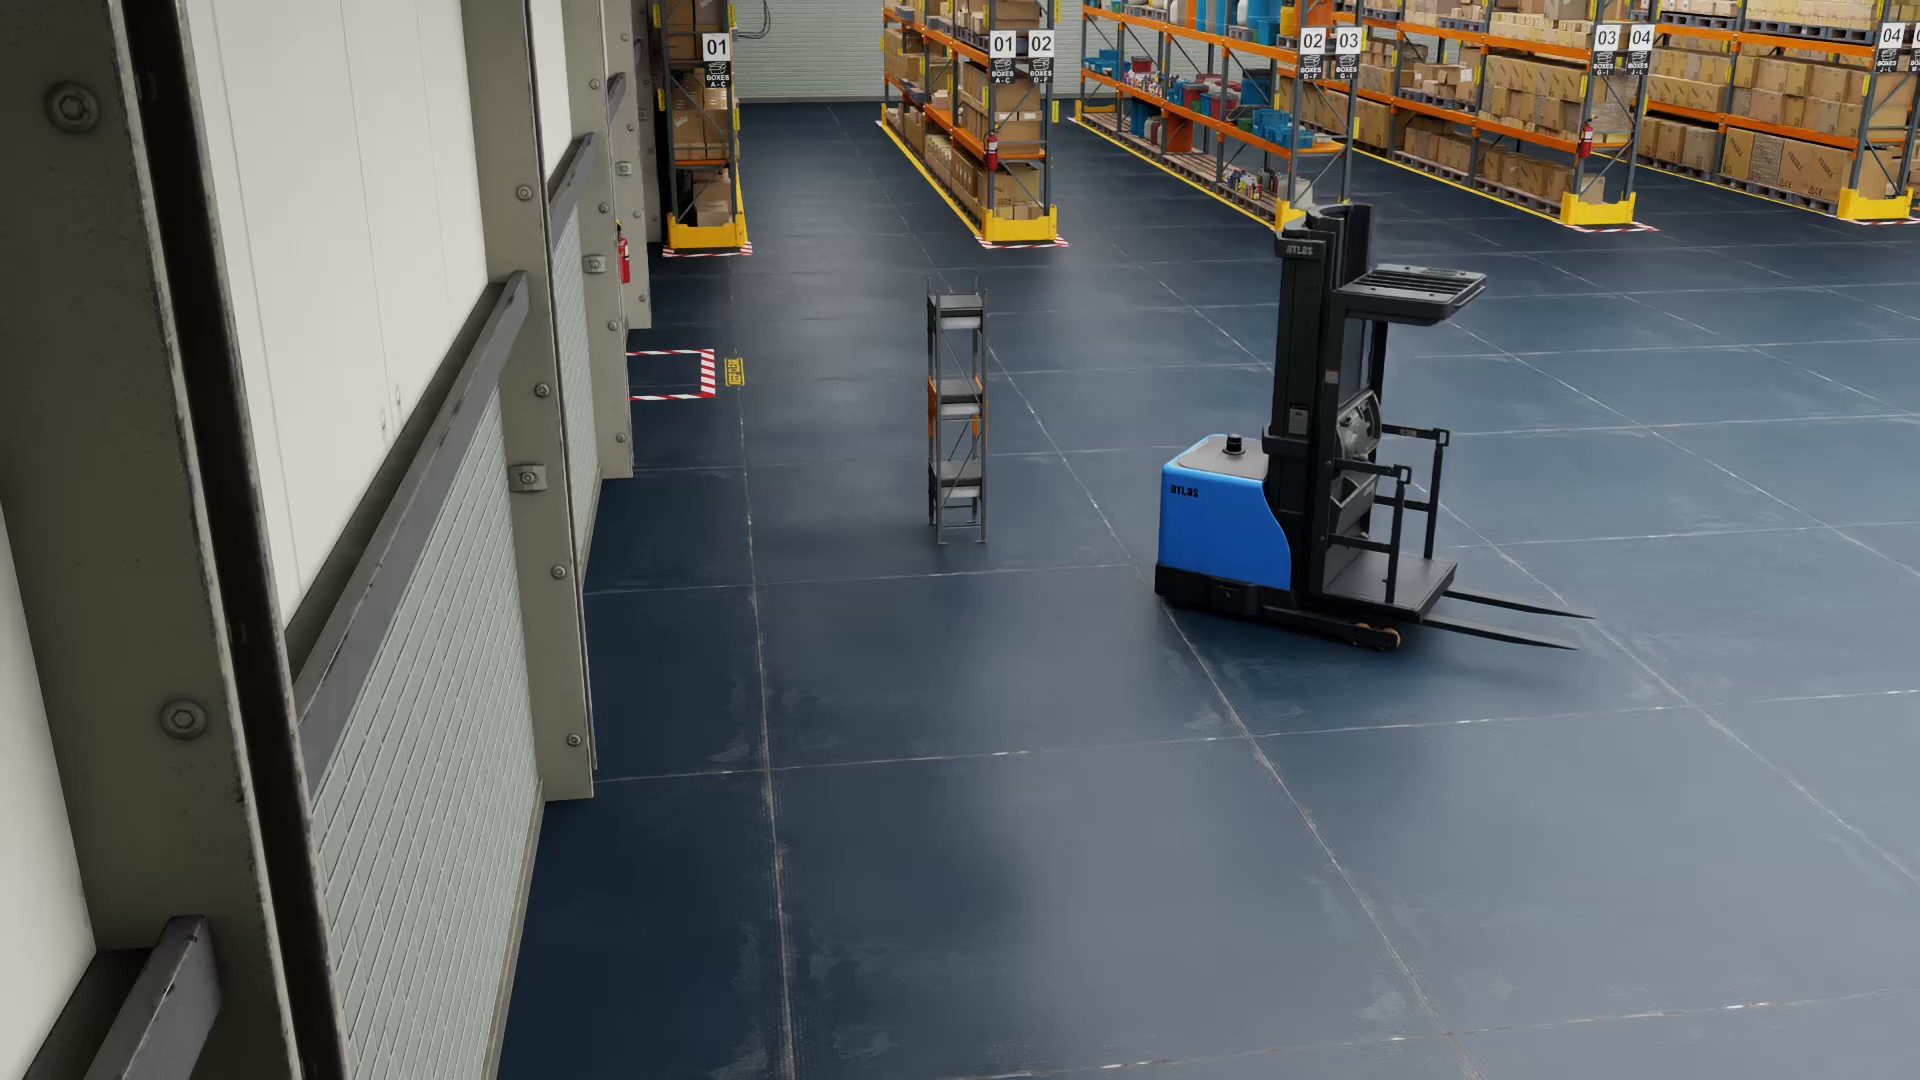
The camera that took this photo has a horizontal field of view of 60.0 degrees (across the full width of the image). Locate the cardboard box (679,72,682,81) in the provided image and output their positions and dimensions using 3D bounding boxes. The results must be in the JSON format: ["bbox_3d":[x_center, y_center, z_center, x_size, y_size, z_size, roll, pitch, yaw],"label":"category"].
[{"bbox_3d":[-5.442,-9.113,33.231,0.500,0.500,0.500,-3,21,-7],"label":"cardboard box"}]

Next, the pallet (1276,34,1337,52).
[{"bbox_3d":[5.821,-8.105,27.112,1.003,0.211,1.213,-3,21,-8],"label":"pallet"}]

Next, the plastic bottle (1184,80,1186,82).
[{"bbox_3d":[4.825,-9.734,35.675,0.097,0.271,0.097,0,20,0],"label":"plastic bottle"}]

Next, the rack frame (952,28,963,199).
[{"bbox_3d":[0.365,-7.633,29.867,1.000,3.000,0.127,-3,21,-8],"label":"rack frame"}]

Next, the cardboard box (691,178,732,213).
[{"bbox_3d":[-4.109,-5.730,27.715,0.700,0.500,0.500,-4,21,-11],"label":"cardboard box"}]

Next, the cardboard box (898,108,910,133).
[{"bbox_3d":[-1.151,-9.621,38.133,0.500,0.500,0.500,-3,21,-8],"label":"cardboard box"}]

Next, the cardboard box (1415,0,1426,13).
[{"bbox_3d":[9.475,-10.851,33.338,0.500,0.500,0.500,-3,21,-7],"label":"cardboard box"}]

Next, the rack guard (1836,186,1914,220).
[{"bbox_3d":[15.671,-5.783,28.484,1.175,0.500,0.348,-3,21,-8],"label":"rack guard"}]

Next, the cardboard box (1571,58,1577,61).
[{"bbox_3d":[13.806,-10.684,36.943,0.380,0.149,0.250,-2,21,-5],"label":"cardboard box"}]

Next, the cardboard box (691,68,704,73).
[{"bbox_3d":[-4.972,-9.095,32.082,0.380,0.149,0.250,-6,21,-17],"label":"cardboard box"}]

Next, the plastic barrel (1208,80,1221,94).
[{"bbox_3d":[5.111,-8.828,32.905,0.421,0.512,0.421,0,20,0],"label":"plastic barrel"}]

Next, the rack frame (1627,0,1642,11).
[{"bbox_3d":[14.515,-12.542,34.435,1.000,3.000,0.127,-3,21,-8],"label":"rack frame"}]

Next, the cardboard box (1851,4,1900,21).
[{"bbox_3d":[15.321,-8.835,27.843,0.500,0.250,0.500,-3,21,-7],"label":"cardboard box"}]

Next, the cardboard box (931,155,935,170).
[{"bbox_3d":[-0.272,-7.377,32.510,0.500,0.250,0.500,-3,21,-9],"label":"cardboard box"}]

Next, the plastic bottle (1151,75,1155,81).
[{"bbox_3d":[4.370,-10.426,37.627,0.097,0.201,0.097,0,20,0],"label":"plastic bottle"}]

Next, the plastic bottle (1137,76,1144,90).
[{"bbox_3d":[3.971,-10.013,36.416,0.152,0.276,0.135,-3,21,-8],"label":"plastic bottle"}]

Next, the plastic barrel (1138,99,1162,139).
[{"bbox_3d":[4.278,-9.431,37.079,0.600,0.901,0.708,-3,21,-8],"label":"plastic barrel"}]

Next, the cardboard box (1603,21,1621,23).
[{"bbox_3d":[10.834,-8.551,27.682,0.380,0.149,0.250,-3,21,-9],"label":"cardboard box"}]

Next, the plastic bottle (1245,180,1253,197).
[{"bbox_3d":[5.116,-6.178,29.233,0.152,0.276,0.135,-3,21,-9],"label":"plastic bottle"}]

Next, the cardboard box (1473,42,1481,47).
[{"bbox_3d":[13.255,-12.334,41.885,0.500,0.500,0.500,-3,21,-8],"label":"cardboard box"}]

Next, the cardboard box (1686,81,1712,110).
[{"bbox_3d":[14.679,-8.736,32.675,0.500,0.500,0.500,-3,21,-8],"label":"cardboard box"}]

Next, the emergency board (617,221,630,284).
[{"bbox_3d":[-3.733,-3.261,18.160,0.194,1.169,0.643,-3,21,-8],"label":"emergency board"}]

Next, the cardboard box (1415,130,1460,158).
[{"bbox_3d":[9.801,-8.129,34.138,0.700,0.500,0.500,-5,21,-12],"label":"cardboard box"}]

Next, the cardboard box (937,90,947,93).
[{"bbox_3d":[-0.202,-8.848,33.247,0.500,0.311,0.500,-2,21,-4],"label":"cardboard box"}]

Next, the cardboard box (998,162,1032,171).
[{"bbox_3d":[0.926,-6.051,27.887,0.500,0.500,0.500,-3,21,-8],"label":"cardboard box"}]

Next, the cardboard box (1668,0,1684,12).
[{"bbox_3d":[14.548,-10.726,33.244,0.500,0.311,0.500,-3,21,-9],"label":"cardboard box"}]

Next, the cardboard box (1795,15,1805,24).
[{"bbox_3d":[15.027,-9.208,29.412,0.380,0.149,0.250,-3,21,-7],"label":"cardboard box"}]

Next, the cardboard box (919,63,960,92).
[{"bbox_3d":[-0.414,-9.474,34.052,0.700,0.500,0.500,-10,23,-26],"label":"cardboard box"}]

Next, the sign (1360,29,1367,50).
[{"bbox_3d":[6.389,-7.933,26.368,0.100,0.325,0.005,-3,21,-8],"label":"sign"}]

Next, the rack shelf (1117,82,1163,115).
[{"bbox_3d":[4.402,-9.622,36.220,1.077,0.370,4.000,-3,21,-8],"label":"rack shelf"}]

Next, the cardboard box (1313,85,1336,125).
[{"bbox_3d":[8.999,-10.335,39.538,0.875,0.875,0.875,-3,21,-8],"label":"cardboard box"}]

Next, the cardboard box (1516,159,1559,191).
[{"bbox_3d":[10.444,-6.608,30.094,0.500,0.500,0.500,-5,21,-13],"label":"cardboard box"}]

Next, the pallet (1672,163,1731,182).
[{"bbox_3d":[14.906,-7.304,32.970,1.003,0.211,1.213,-3,21,-8],"label":"pallet"}]

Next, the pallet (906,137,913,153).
[{"bbox_3d":[-0.633,-8.817,37.022,1.003,0.211,1.213,-3,21,-8],"label":"pallet"}]

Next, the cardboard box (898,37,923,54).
[{"bbox_3d":[-1.117,-11.080,37.524,0.500,0.500,0.500,-3,21,-7],"label":"cardboard box"}]

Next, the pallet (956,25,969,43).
[{"bbox_3d":[0.514,-8.703,28.570,1.003,0.211,1.213,-3,21,-8],"label":"pallet"}]

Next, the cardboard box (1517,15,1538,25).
[{"bbox_3d":[10.064,-9.162,29.317,0.380,0.149,0.250,-3,21,-9],"label":"cardboard box"}]

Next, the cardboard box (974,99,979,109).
[{"bbox_3d":[0.439,-7.345,28.025,0.380,0.149,0.250,-3,21,-8],"label":"cardboard box"}]

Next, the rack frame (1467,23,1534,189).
[{"bbox_3d":[10.169,-8.132,31.201,1.000,3.000,0.127,-3,21,-8],"label":"rack frame"}]

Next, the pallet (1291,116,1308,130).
[{"bbox_3d":[8.804,-10.286,40.954,1.003,0.211,1.213,-3,21,-8],"label":"pallet"}]

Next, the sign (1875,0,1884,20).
[{"bbox_3d":[15.129,-8.722,27.343,0.100,0.325,0.005,-3,21,-8],"label":"sign"}]

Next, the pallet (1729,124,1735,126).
[{"bbox_3d":[19.008,-9.832,39.738,1.003,0.211,1.213,-3,21,-8],"label":"pallet"}]

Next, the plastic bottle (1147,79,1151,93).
[{"bbox_3d":[4.046,-9.726,35.637,0.061,0.283,0.133,-3,21,-8],"label":"plastic bottle"}]

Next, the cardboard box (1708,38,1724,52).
[{"bbox_3d":[18.481,-12.066,40.163,0.500,0.500,0.500,-3,21,-8],"label":"cardboard box"}]

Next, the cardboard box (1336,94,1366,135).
[{"bbox_3d":[9.257,-9.573,37.496,1.225,0.875,0.875,-4,21,-10],"label":"cardboard box"}]

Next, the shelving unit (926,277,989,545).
[{"bbox_3d":[-0.024,-1.041,13.502,0.431,2.100,0.503,-3,21,-8],"label":"shelving unit"}]

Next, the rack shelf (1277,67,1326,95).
[{"bbox_3d":[8.727,-11.257,40.597,1.077,0.370,4.000,-3,21,-8],"label":"rack shelf"}]

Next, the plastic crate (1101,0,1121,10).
[{"bbox_3d":[3.552,-12.603,39.056,0.437,0.282,0.530,-3,21,-8],"label":"plastic crate"}]

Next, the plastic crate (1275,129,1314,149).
[{"bbox_3d":[5.476,-6.585,27.274,0.499,0.251,0.616,-3,21,-8],"label":"plastic crate"}]

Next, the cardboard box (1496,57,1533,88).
[{"bbox_3d":[10.055,-8.445,30.042,0.500,0.500,0.500,-3,21,-8],"label":"cardboard box"}]

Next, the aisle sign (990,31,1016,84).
[{"bbox_3d":[0.661,-7.429,25.603,0.394,0.787,0.004,-3,21,-8],"label":"aisle sign"}]

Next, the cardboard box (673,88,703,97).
[{"bbox_3d":[-4.675,-7.499,28.622,0.500,0.500,0.500,-3,21,-9],"label":"cardboard box"}]

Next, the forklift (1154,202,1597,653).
[{"bbox_3d":[2.994,-0.799,11.666,3.031,2.935,1.130,11,23,28],"label":"forklift"}]

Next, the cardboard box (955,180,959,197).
[{"bbox_3d":[0.199,-6.193,29.339,0.500,0.250,0.500,-3,21,-8],"label":"cardboard box"}]

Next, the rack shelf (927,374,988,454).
[{"bbox_3d":[-0.024,-1.028,13.507,0.431,0.518,0.480,-3,21,-8],"label":"rack shelf"}]

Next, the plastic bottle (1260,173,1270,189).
[{"bbox_3d":[5.530,-6.521,30.152,0.152,0.276,0.135,-3,21,-8],"label":"plastic bottle"}]

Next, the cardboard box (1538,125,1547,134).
[{"bbox_3d":[10.303,-7.149,28.930,0.380,0.149,0.250,-3,21,-8],"label":"cardboard box"}]

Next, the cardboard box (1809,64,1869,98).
[{"bbox_3d":[15.536,-8.055,29.238,0.875,0.550,0.550,-3,21,-8],"label":"cardboard box"}]
